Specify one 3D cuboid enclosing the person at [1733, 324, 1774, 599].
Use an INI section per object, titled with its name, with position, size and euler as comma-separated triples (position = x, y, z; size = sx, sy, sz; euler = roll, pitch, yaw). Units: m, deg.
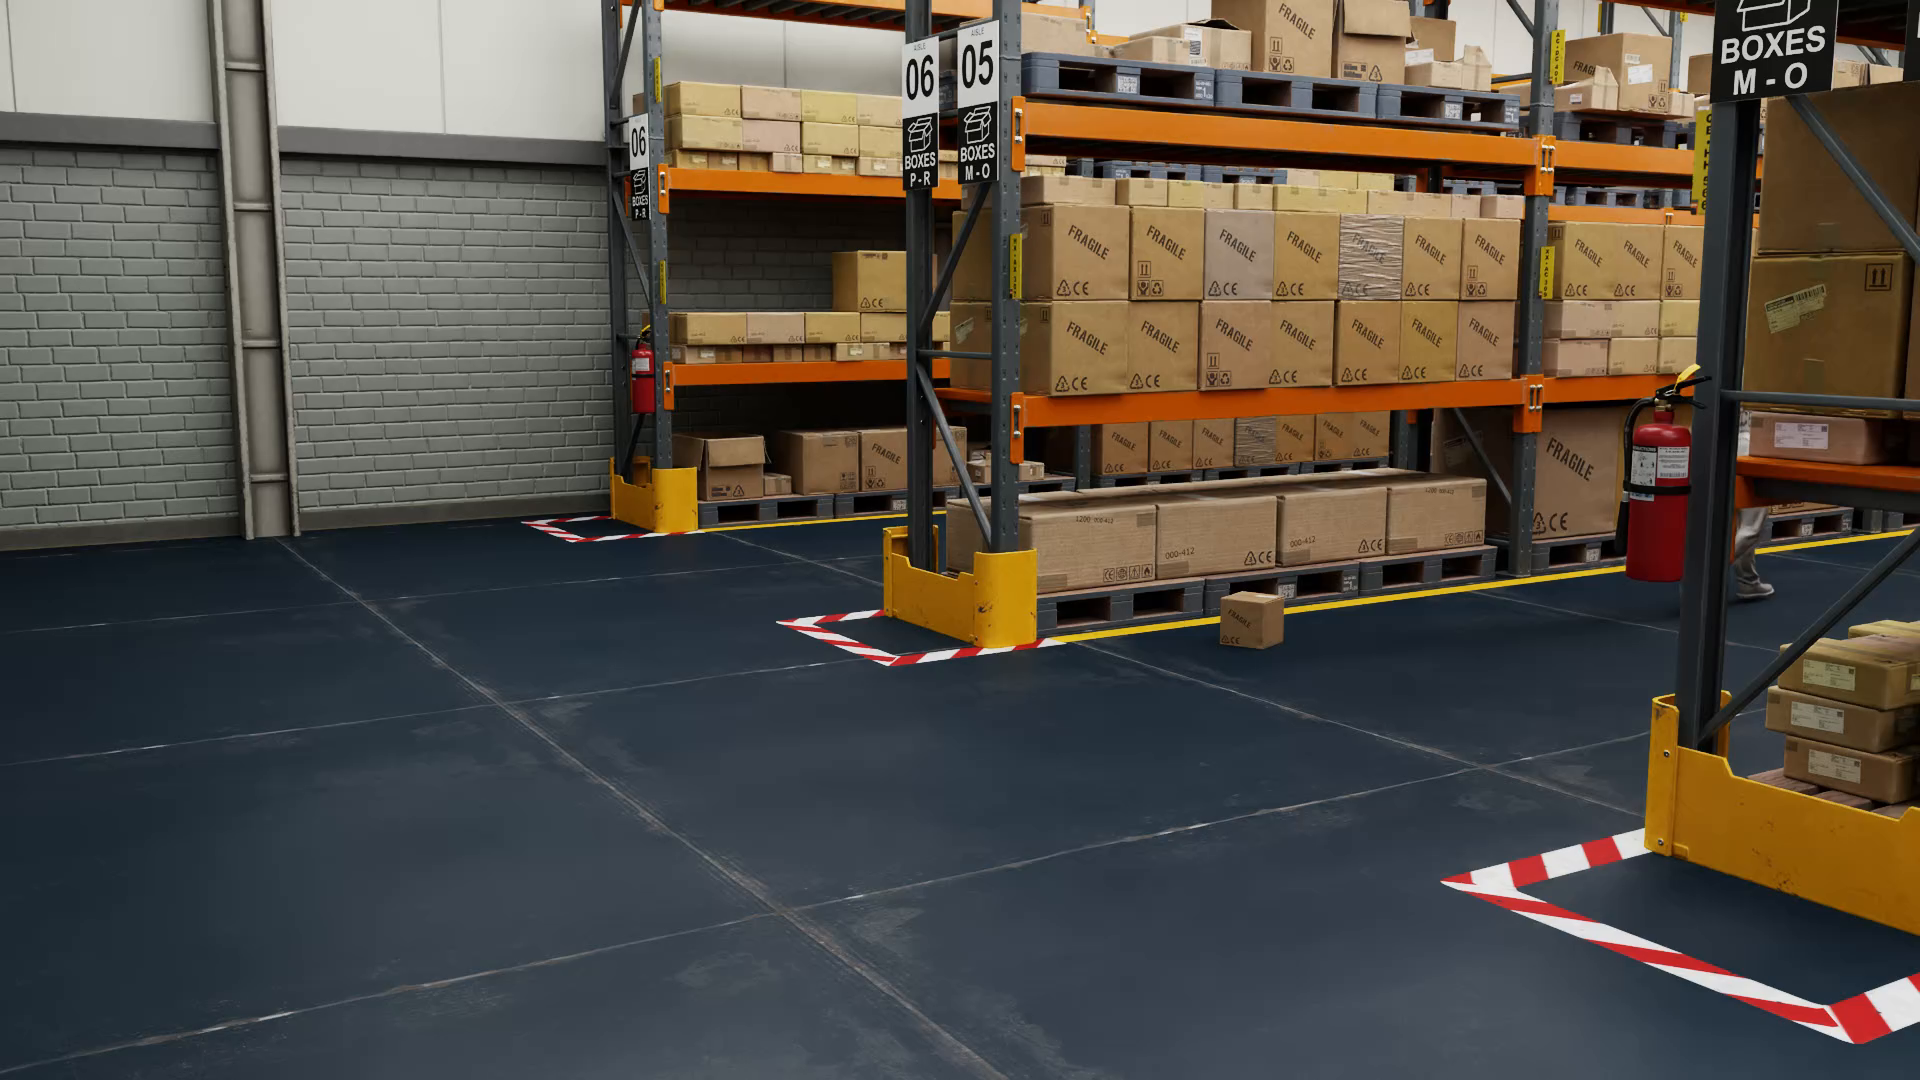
[person]
position = 4.599, -0.449, 9.769
size = 0.884, 1.653, 0.487
euler = -4, 9, -28
